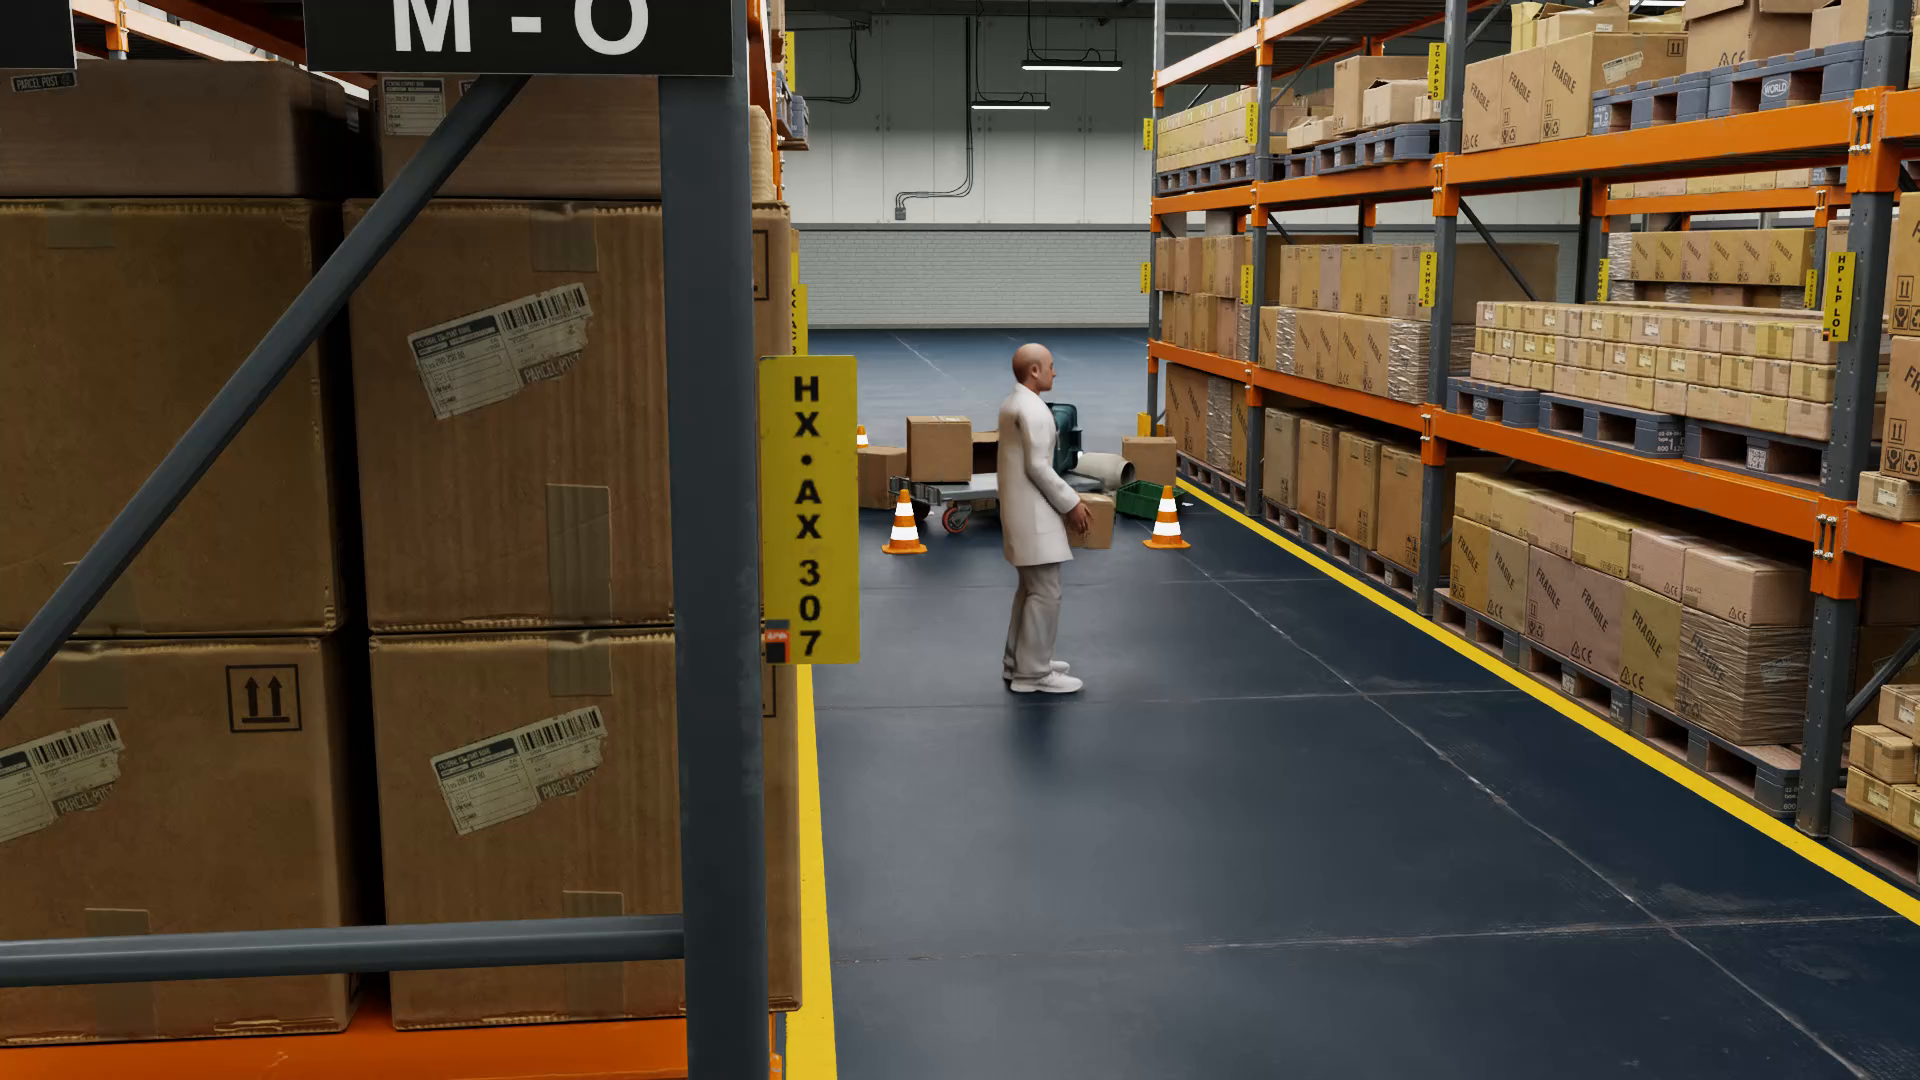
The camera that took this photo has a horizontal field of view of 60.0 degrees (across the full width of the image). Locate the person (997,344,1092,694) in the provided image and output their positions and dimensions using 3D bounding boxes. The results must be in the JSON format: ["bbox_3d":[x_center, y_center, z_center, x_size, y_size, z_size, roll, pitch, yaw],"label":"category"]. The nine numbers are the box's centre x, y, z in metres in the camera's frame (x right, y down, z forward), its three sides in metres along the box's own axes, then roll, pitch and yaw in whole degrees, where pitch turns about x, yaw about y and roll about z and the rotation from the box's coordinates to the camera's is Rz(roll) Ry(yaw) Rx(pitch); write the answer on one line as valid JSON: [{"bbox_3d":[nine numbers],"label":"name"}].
[{"bbox_3d":[0.428,-0.123,8.629,0.467,1.782,0.575,-1,10,-7],"label":"person"}]
